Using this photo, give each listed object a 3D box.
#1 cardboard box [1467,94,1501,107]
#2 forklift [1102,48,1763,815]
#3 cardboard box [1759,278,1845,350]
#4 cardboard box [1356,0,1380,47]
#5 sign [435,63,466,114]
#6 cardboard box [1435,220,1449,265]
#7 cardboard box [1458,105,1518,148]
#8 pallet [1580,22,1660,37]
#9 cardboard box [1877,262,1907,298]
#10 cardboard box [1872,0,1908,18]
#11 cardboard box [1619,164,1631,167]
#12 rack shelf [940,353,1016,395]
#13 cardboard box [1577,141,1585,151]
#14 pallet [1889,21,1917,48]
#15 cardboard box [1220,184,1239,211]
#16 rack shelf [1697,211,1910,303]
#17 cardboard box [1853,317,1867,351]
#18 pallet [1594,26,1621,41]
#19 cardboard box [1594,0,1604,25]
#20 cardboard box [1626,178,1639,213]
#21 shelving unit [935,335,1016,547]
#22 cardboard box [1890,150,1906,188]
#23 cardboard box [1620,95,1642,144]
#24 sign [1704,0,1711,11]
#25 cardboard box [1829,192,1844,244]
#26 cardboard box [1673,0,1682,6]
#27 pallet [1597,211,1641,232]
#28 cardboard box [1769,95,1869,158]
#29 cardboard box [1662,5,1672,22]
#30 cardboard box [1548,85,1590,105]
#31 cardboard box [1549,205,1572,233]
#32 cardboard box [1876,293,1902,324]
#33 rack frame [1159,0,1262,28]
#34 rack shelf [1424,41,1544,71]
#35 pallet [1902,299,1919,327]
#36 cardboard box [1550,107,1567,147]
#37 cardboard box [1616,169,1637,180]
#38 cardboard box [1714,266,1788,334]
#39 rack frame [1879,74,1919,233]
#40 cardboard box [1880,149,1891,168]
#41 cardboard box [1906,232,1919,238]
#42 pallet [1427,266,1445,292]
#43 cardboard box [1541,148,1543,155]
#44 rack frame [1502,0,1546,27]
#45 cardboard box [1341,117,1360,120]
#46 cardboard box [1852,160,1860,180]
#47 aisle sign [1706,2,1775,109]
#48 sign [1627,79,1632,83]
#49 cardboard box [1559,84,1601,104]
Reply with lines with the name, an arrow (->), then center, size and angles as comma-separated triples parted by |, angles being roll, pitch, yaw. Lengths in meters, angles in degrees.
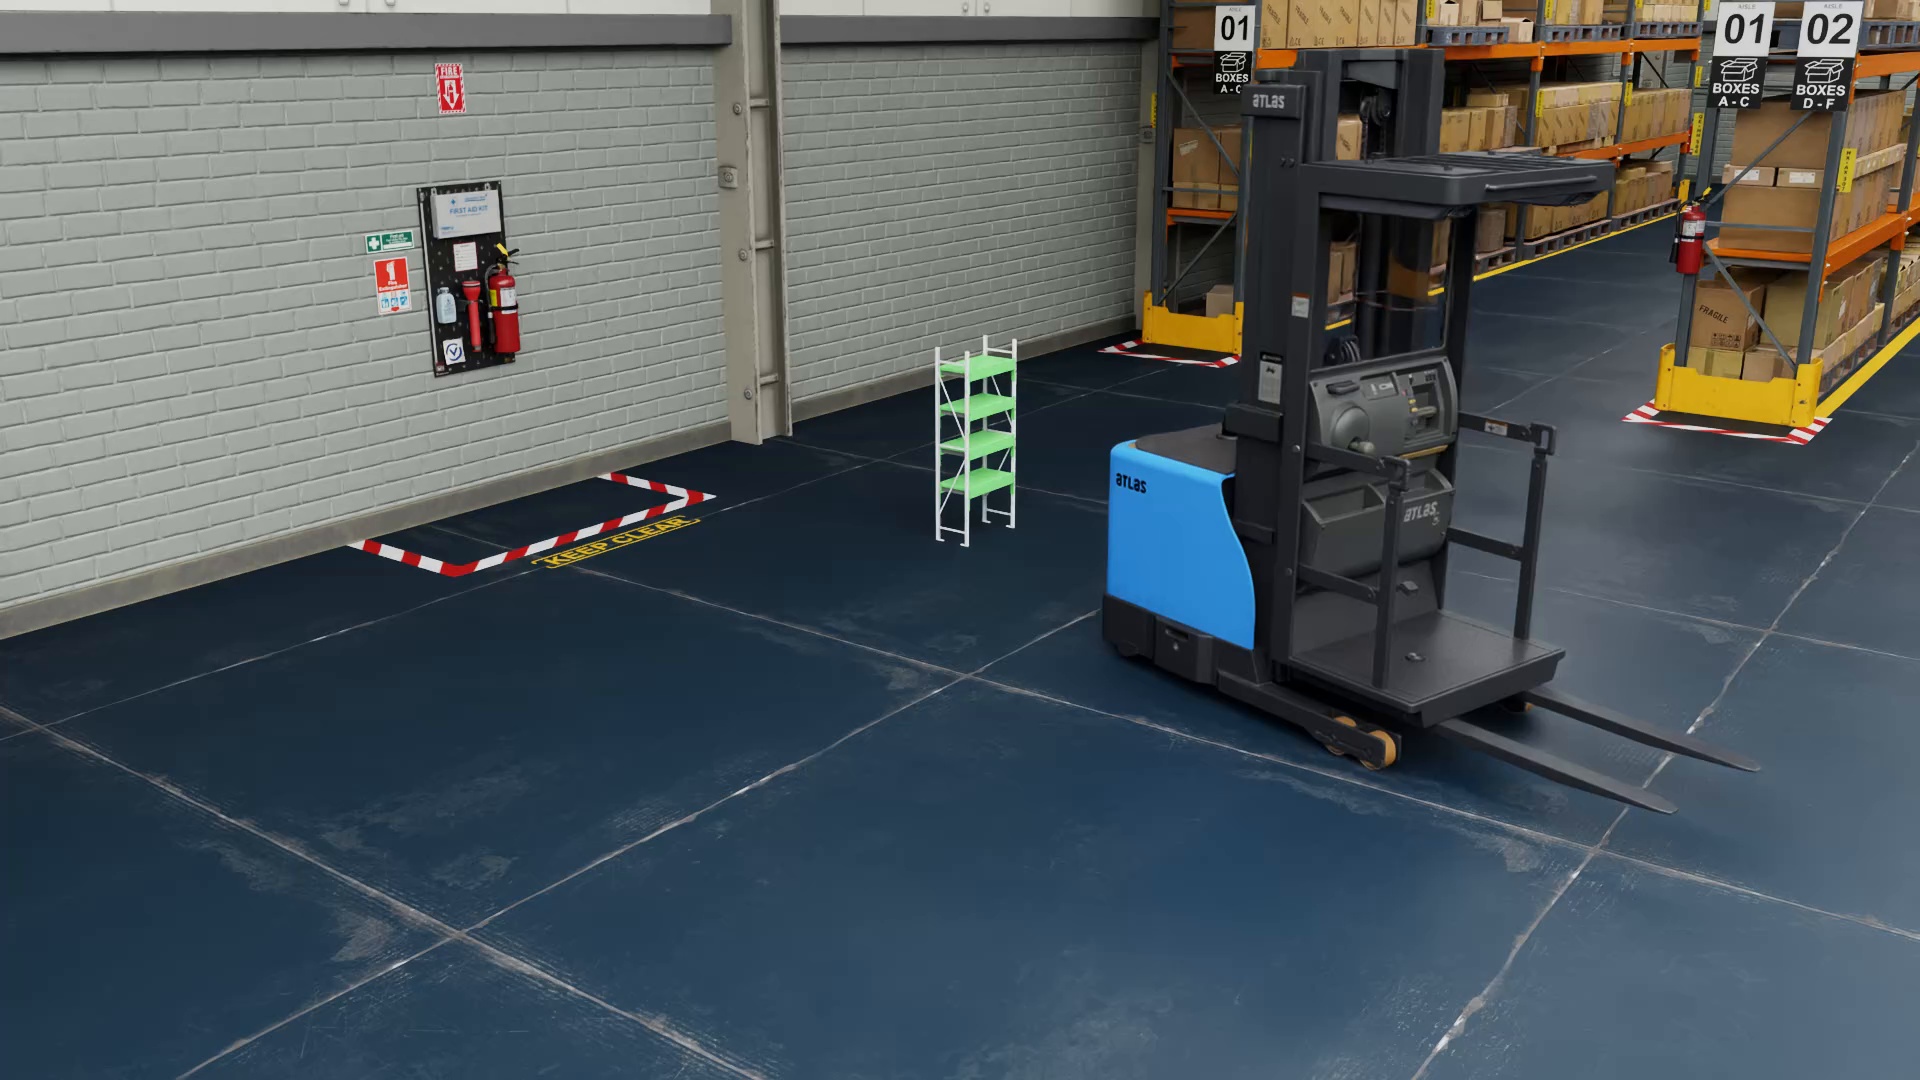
cardboard box -> 6.726, -5.641, 21.348 | 0.380, 0.149, 0.250 | 9, 19, 26
forklift -> 2.007, -0.584, 7.181 | 1.130, 2.935, 3.031 | -13, 21, -35
cardboard box -> 7.095, -1.914, 14.013 | 0.500, 0.500, 0.500 | 12, 21, 35
cardboard box -> 3.990, -5.357, 17.175 | 0.500, 0.500, 0.500 | 11, 21, 33
sign -> -3.120, -2.766, 10.186 | 0.001, 0.298, 0.199 | 12, 21, 35
cardboard box -> 5.733, -3.729, 20.666 | 0.700, 0.500, 0.500 | 13, 21, 35
cardboard box -> 6.815, -5.385, 21.615 | 0.700, 0.500, 0.500 | 10, 20, 28
pallet -> 9.966, -7.776, 25.319 | 1.003, 0.211, 1.213 | 12, 21, 35
cardboard box -> 9.130, -2.623, 16.615 | 0.500, 0.311, 0.500 | 13, 21, 35
cardboard box -> 7.510, -4.555, 13.685 | 0.500, 0.500, 0.500 | 12, 21, 35
cardboard box -> 10.677, -6.041, 27.052 | 0.380, 0.149, 0.250 | 13, 21, 35
rack shelf -> 0.099, -1.010, 10.069 | 0.258, 0.148, 0.480 | 12, 21, 35
cardboard box -> 8.704, -5.657, 23.793 | 0.380, 0.149, 0.250 | 12, 21, 33
pallet -> 7.469, -4.306, 14.145 | 1.003, 0.211, 1.213 | 12, 21, 35
cardboard box -> 2.866, -3.333, 16.138 | 0.500, 0.250, 0.500 | 12, 21, 33
rack shelf -> 7.492, -2.593, 14.750 | 1.077, 0.370, 4.000 | 12, 21, 35
cardboard box -> 7.991, -1.913, 15.273 | 0.500, 0.250, 0.500 | 12, 21, 35
pallet -> 8.963, -7.307, 23.981 | 0.805, 0.209, 1.217 | 11, 21, 33
cardboard box -> 8.858, -7.693, 23.992 | 0.700, 0.500, 0.500 | 11, 20, 32
cardboard box -> 10.300, -5.479, 26.336 | 0.700, 0.500, 0.500 | 12, 21, 34
shelving unit -> 0.099, -0.612, 10.193 | 0.258, 1.200, 0.503 | 12, 21, 35
cardboard box -> 9.469, -3.767, 17.146 | 0.500, 0.500, 0.500 | 14, 22, 39
cardboard box -> 9.806, -6.463, 25.491 | 0.980, 0.700, 0.700 | 13, 21, 36
sign -> 12.281, -8.864, 27.313 | 0.100, 0.325, 0.005 | 12, 21, 35
cardboard box -> 6.898, -2.743, 13.851 | 0.700, 0.500, 0.500 | 13, 22, 36
cardboard box -> 11.025, -8.648, 26.087 | 0.500, 0.500, 0.500 | 11, 21, 32
pallet -> 9.986, -5.029, 26.081 | 1.003, 0.211, 1.213 | 12, 21, 35
cardboard box -> 7.229, -3.496, 14.087 | 0.700, 0.500, 0.500 | 13, 21, 35
cardboard box -> 10.708, -8.163, 25.790 | 0.500, 0.250, 0.500 | 12, 21, 33
cardboard box -> 8.478, -6.231, 23.283 | 0.500, 0.250, 0.500 | 12, 21, 34
cardboard box -> 8.157, -4.774, 23.475 | 0.750, 0.750, 0.750 | 12, 21, 34
cardboard box -> 9.123, -2.353, 16.691 | 0.500, 0.250, 0.500 | 12, 21, 33
rack frame -> 2.320, -6.200, 15.036 | 1.000, 3.000, 0.127 | 12, 21, 35
rack shelf -> 5.895, -5.853, 20.189 | 1.077, 0.370, 4.000 | 12, 21, 35
pallet -> 9.818, -2.556, 18.118 | 1.003, 0.211, 1.213 | 12, 21, 35
cardboard box -> 7.901, -5.633, 22.622 | 0.500, 0.500, 0.500 | 13, 22, 36
cardboard box -> 10.349, -5.719, 26.015 | 0.380, 0.149, 0.250 | 13, 22, 37
cardboard box -> 6.965, -2.127, 14.700 | 0.500, 0.500, 0.500 | 12, 21, 35
rack frame -> 11.067, -4.366, 19.245 | 1.000, 3.000, 0.127 | 12, 21, 35
cardboard box -> 8.235, -3.484, 15.143 | 0.380, 0.149, 0.250 | 12, 21, 35
cardboard box -> 10.953, -3.353, 18.966 | 0.500, 0.311, 0.500 | 13, 22, 36
pallet -> 5.166, -3.142, 20.005 | 1.003, 0.211, 1.213 | 12, 21, 35
cardboard box -> 7.626, -5.226, 22.404 | 0.380, 0.149, 0.250 | 13, 21, 35
rack frame -> 7.087, -8.105, 21.171 | 1.000, 3.000, 0.127 | 12, 21, 35
cardboard box -> 4.377, -4.297, 17.977 | 0.500, 0.500, 0.500 | 12, 21, 34
cardboard box -> 7.321, -3.120, 13.969 | 0.380, 0.149, 0.250 | 12, 21, 33
aisle sign -> 6.026, -3.738, 12.841 | 0.394, 0.787, 0.004 | 12, 21, 35
sign -> 11.411, -7.697, 28.377 | 0.100, 0.325, 0.005 | 12, 21, 35
cardboard box -> 8.781, -6.353, 23.674 | 0.500, 0.250, 0.500 | 13, 21, 36
